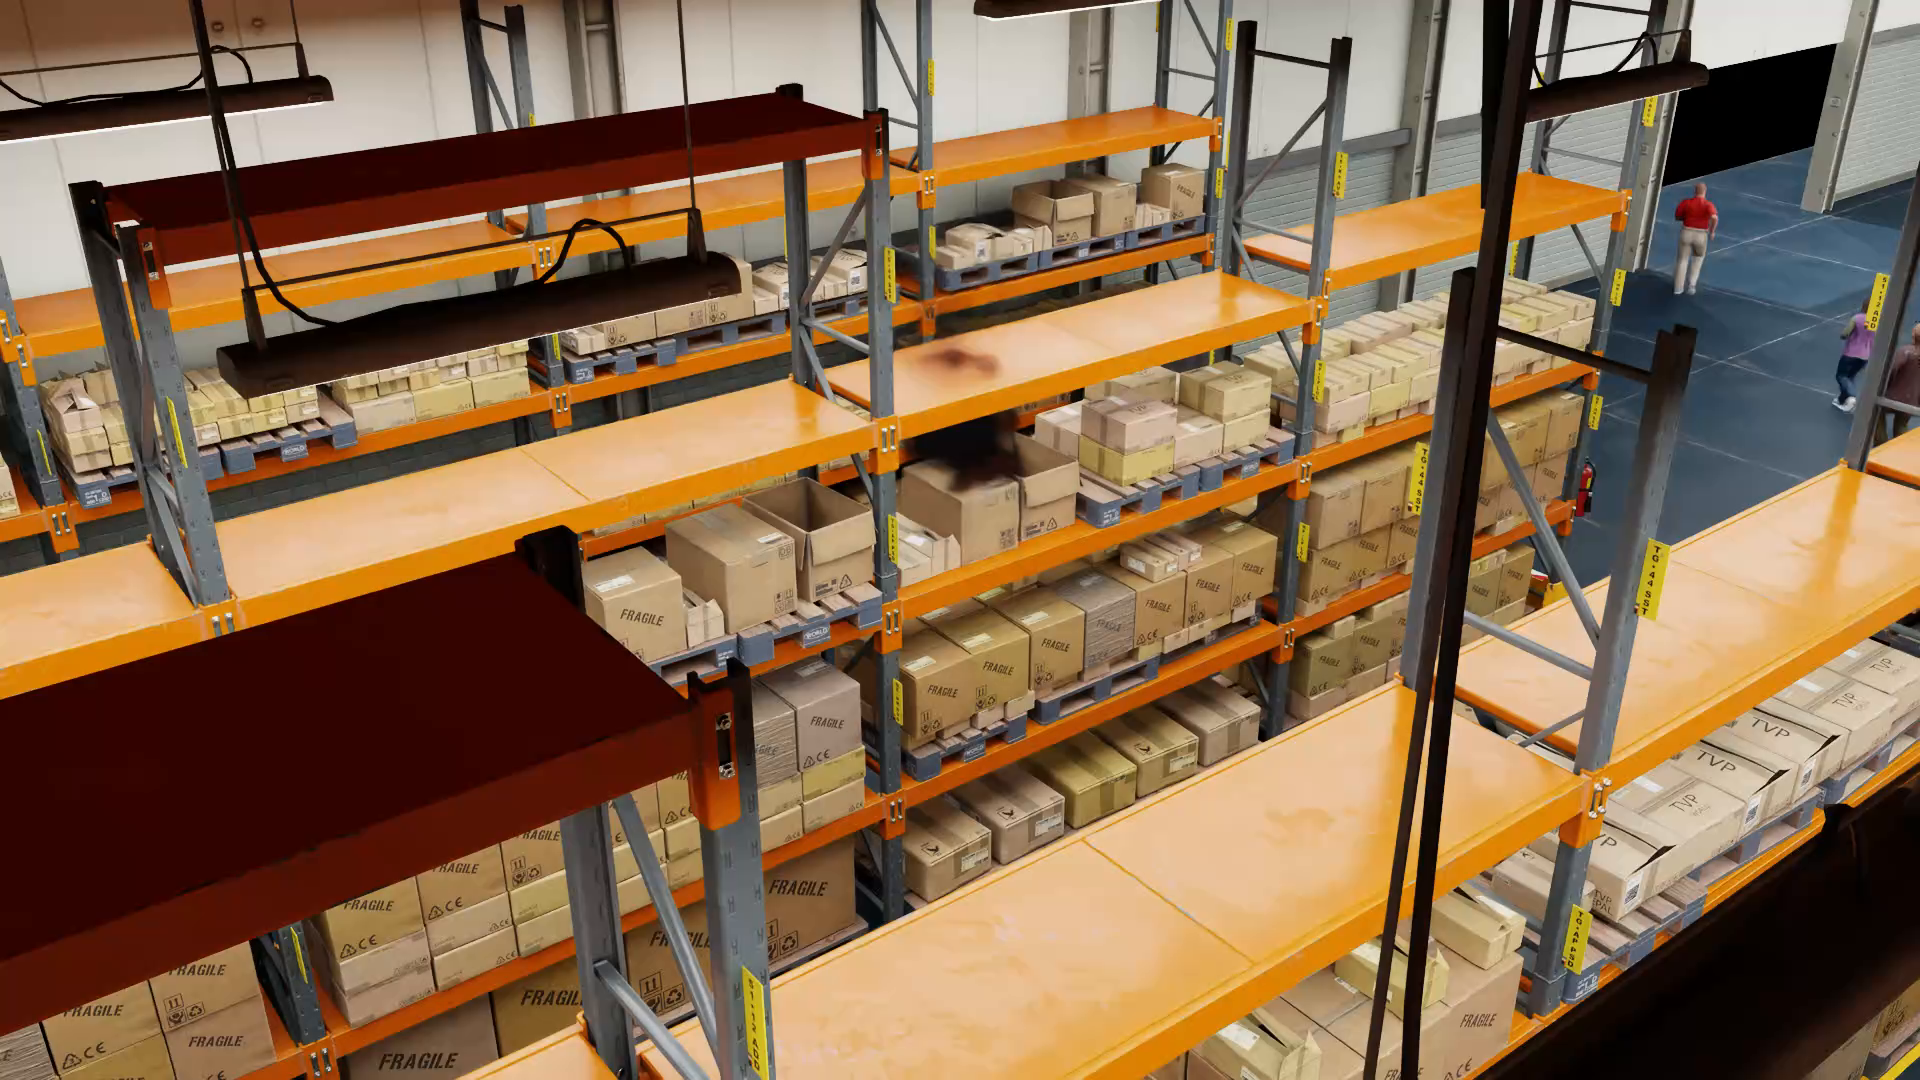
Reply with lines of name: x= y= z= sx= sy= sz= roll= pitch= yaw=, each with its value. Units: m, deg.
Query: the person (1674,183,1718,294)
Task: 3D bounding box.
person: x=11.279 y=-4.613 z=25.601 sx=0.645 sy=1.780 sz=0.707 roll=14 pitch=29 yaw=26

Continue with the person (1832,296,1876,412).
person: x=11.410 y=-2.339 z=21.110 sx=0.546 sy=1.561 sz=0.743 roll=3 pitch=26 yaw=7

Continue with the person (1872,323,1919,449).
person: x=11.085 y=-1.670 z=19.626 sx=0.688 sy=1.729 sz=0.754 roll=3 pitch=26 yaw=5
